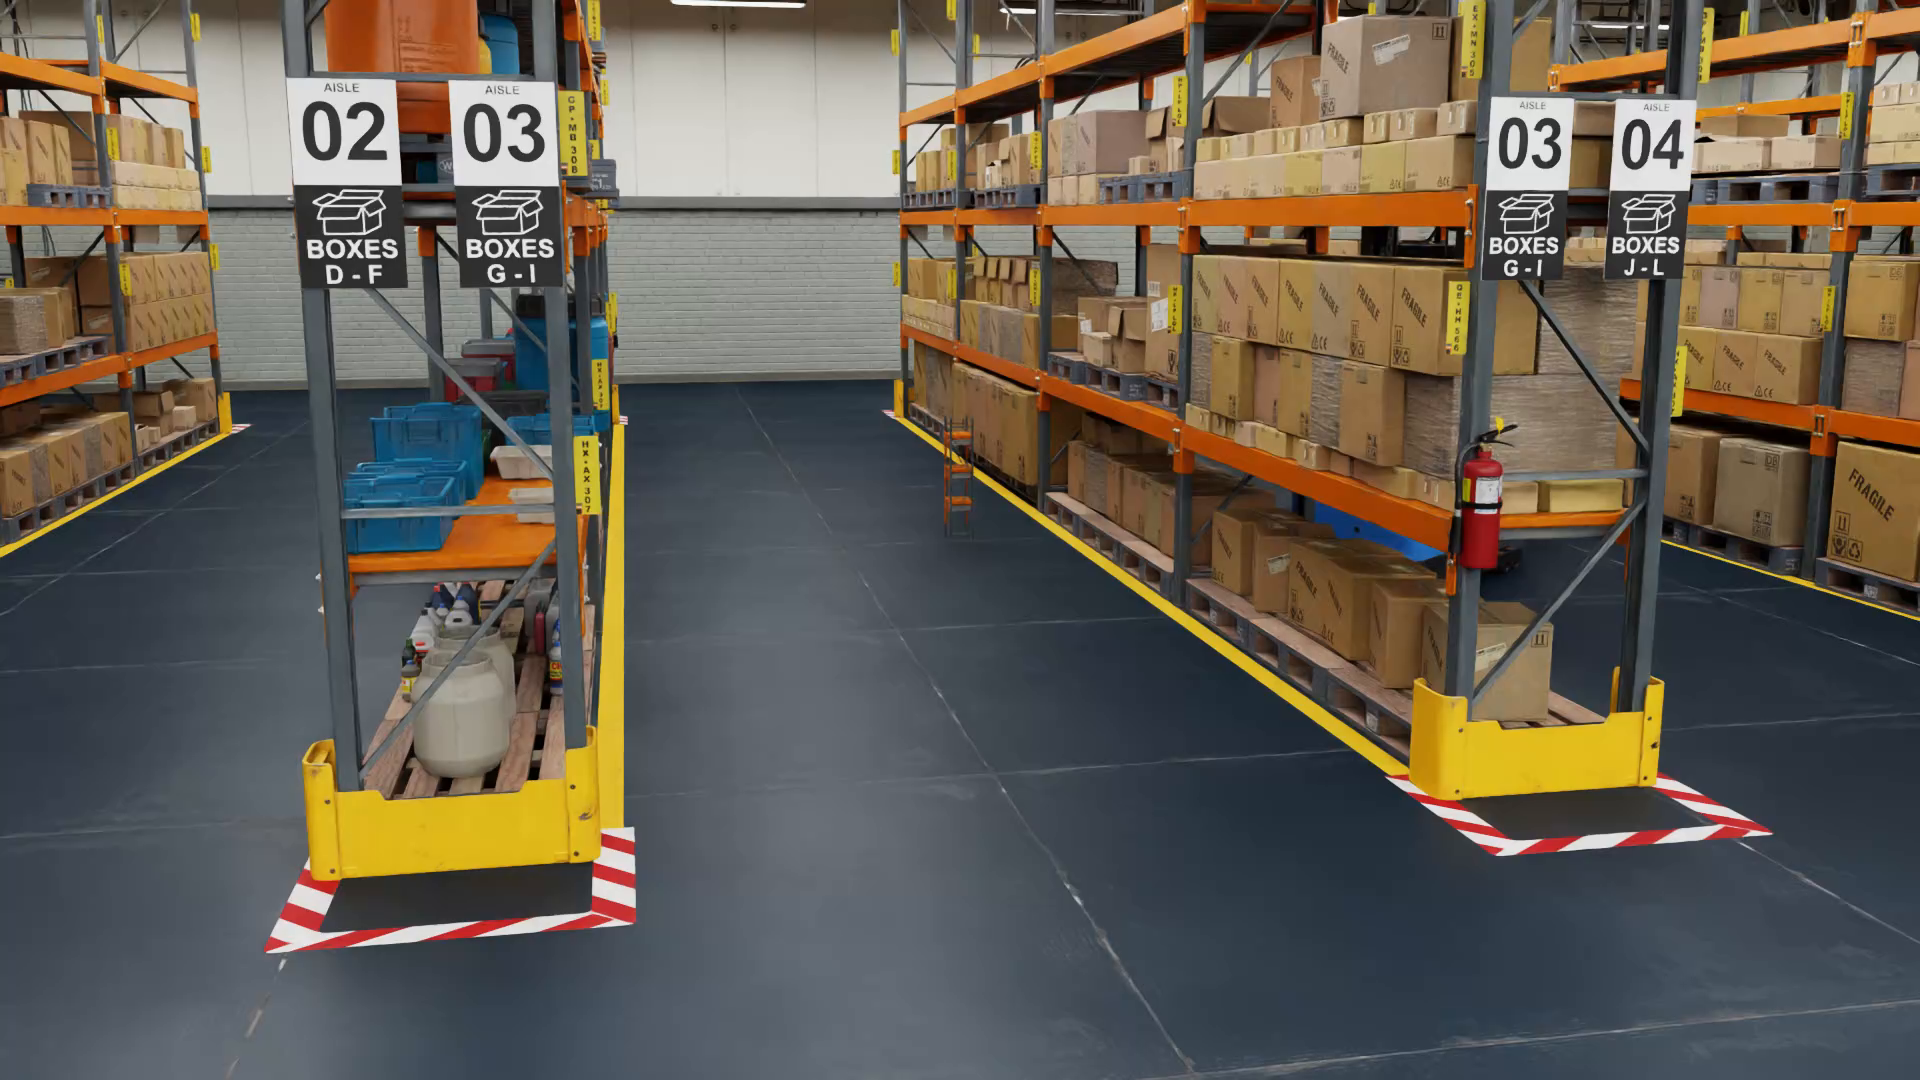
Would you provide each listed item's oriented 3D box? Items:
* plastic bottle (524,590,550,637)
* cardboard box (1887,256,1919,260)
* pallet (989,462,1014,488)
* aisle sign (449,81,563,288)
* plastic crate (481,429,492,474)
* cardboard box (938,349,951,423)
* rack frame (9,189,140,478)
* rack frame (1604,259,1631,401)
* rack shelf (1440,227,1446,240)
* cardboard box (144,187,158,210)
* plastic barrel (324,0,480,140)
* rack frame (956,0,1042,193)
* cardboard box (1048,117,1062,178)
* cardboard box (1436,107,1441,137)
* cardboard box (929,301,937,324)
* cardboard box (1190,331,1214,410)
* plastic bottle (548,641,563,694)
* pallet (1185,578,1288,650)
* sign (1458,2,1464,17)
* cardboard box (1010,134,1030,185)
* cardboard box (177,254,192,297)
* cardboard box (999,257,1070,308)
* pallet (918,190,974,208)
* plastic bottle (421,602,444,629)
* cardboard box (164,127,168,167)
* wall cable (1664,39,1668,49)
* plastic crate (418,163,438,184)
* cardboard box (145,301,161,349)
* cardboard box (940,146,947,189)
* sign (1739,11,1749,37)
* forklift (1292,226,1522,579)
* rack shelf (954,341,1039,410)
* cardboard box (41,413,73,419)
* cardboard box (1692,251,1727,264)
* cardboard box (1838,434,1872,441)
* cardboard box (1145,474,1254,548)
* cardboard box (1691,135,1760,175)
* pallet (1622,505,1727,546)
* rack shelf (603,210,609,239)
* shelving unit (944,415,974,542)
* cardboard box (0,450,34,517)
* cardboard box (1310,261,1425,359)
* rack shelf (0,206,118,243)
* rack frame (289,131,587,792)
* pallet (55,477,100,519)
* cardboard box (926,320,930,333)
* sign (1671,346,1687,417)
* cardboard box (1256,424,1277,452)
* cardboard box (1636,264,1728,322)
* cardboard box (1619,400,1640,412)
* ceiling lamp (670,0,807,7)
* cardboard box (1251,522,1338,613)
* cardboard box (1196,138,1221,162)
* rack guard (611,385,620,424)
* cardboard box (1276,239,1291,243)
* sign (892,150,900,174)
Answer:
[{"bbox_3d":[-2.545,0.431,10.019,0.152,0.276,0.135,-2,11,-11],"label":"plastic bottle"},{"bbox_3d":[10.487,-2.838,18.141,0.500,0.500,0.500,-2,11,-10],"label":"cardboard box"},{"bbox_3d":[0.917,-0.759,17.617,1.003,0.211,1.213,-2,11,-11],"label":"pallet"},{"bbox_3d":[-1.770,-1.385,6.498,0.394,0.787,0.004,-2,11,-11],"label":"aisle sign"},{"bbox_3d":[-2.863,-0.481,9.267,0.450,0.188,0.662,-2,11,-11],"label":"plastic crate"},{"bbox_3d":[0.228,-1.943,20.942,0.875,0.875,0.875,-2,11,-11],"label":"cardboard box"},{"bbox_3d":[-9.265,-2.132,17.375,1.000,3.000,0.127,-2,11,-11],"label":"rack frame"},{"bbox_3d":[6.116,-1.920,16.260,1.000,3.000,0.127,-2,11,-11],"label":"rack frame"},{"bbox_3d":[5.727,-3.407,17.974,1.077,0.370,4.000,-2,11,-11],"label":"rack shelf"},{"bbox_3d":[-9.306,-3.814,18.589,0.500,0.250,0.500,-2,11,-11],"label":"cardboard box"},{"bbox_3d":[-2.291,-2.086,6.838,0.600,0.830,0.708,-2,11,-11],"label":"plastic barrel"},{"bbox_3d":[0.453,-5.439,18.703,1.000,3.000,0.127,-2,11,-11],"label":"rack frame"},{"bbox_3d":[1.070,-3.430,14.571,0.500,0.500,0.500,-2,11,-10],"label":"cardboard box"},{"bbox_3d":[2.491,-1.978,7.878,0.380,0.149,0.250,-2,11,-13],"label":"cardboard box"},{"bbox_3d":[-0.093,-2.824,20.615,0.500,0.250,0.500,-2,11,-10],"label":"cardboard box"},{"bbox_3d":[2.036,-1.135,11.072,0.875,0.500,0.500,-2,11,-11],"label":"cardboard box"},{"bbox_3d":[-2.119,0.670,8.775,0.097,0.271,0.097,0,11,0],"label":"plastic bottle"},{"bbox_3d":[2.174,0.468,11.175,1.003,0.211,1.213,-2,11,-11],"label":"pallet"},{"bbox_3d":[5.881,-6.158,19.563,0.100,0.325,0.005,-2,11,-11],"label":"sign"},{"bbox_3d":[0.787,-3.751,16.469,0.500,0.500,0.500,-2,11,-8],"label":"cardboard box"},{"bbox_3d":[-9.482,-3.147,19.765,0.500,0.500,0.500,-2,11,-9],"label":"cardboard box"},{"bbox_3d":[0.843,-2.677,17.287,0.797,0.503,0.637,-2,11,-9],"label":"cardboard box"},{"bbox_3d":[0.070,-4.295,20.955,1.003,0.211,1.213,-2,11,-11],"label":"pallet"},{"bbox_3d":[-2.980,0.517,9.367,0.144,0.351,0.185,-2,11,-11],"label":"plastic bottle"},{"bbox_3d":[-9.913,-4.691,19.856,0.700,0.500,0.500,-2,11,-11],"label":"cardboard box"},{"bbox_3d":[14.422,-10.528,30.566,2.988,3.039,0.133,-2,11,-11],"label":"wall cable"},{"bbox_3d":[-2.738,-1.915,8.255,0.392,0.384,0.575,-2,11,-11],"label":"plastic crate"},{"bbox_3d":[-9.200,-2.378,18.401,0.500,0.500,0.500,-2,11,-10],"label":"cardboard box"},{"bbox_3d":[0.141,-4.510,20.187,0.700,0.500,0.500,-2,11,-8],"label":"cardboard box"},{"bbox_3d":[9.624,-6.320,20.412,0.100,0.325,0.005,-2,11,-11],"label":"sign"},{"bbox_3d":[3.766,-1.245,12.897,1.130,2.935,3.031,9,14,39],"label":"forklift"},{"bbox_3d":[0.842,-1.771,17.404,1.077,0.370,4.000,-2,11,-11],"label":"rack shelf"},{"bbox_3d":[-9.410,-1.022,17.055,0.500,0.500,0.500,-3,11,-14],"label":"cardboard box"},{"bbox_3d":[9.811,-3.469,21.456,0.500,0.500,0.500,-2,11,-11],"label":"cardboard box"},{"bbox_3d":[10.729,-1.574,19.004,0.875,0.875,0.875,-2,11,-10],"label":"cardboard box"},{"bbox_3d":[1.836,-0.214,12.807,0.700,0.500,0.500,-2,11,-11],"label":"cardboard box"},{"bbox_3d":[6.337,-3.185,13.732,0.500,0.311,0.500,-3,11,-13],"label":"cardboard box"},{"bbox_3d":[6.429,-0.179,14.573,1.003,0.211,1.213,-2,11,-11],"label":"pallet"},{"bbox_3d":[-4.795,-3.798,20.032,1.077,0.370,4.000,-2,11,-11],"label":"rack shelf"},{"bbox_3d":[-0.010,-0.526,14.150,0.215,1.050,0.252,-2,11,-11],"label":"shelving unit"},{"bbox_3d":[-8.295,-0.480,14.206,0.500,0.500,0.500,-2,11,-9],"label":"cardboard box"},{"bbox_3d":[2.240,-1.252,9.016,0.500,0.500,0.500,-2,11,-11],"label":"cardboard box"},{"bbox_3d":[-8.876,-2.885,15.234,1.077,0.370,4.000,-2,11,-11],"label":"rack shelf"},{"bbox_3d":[-2.072,-0.110,6.754,1.000,3.000,0.127,-2,11,-11],"label":"rack frame"},{"bbox_3d":[-8.829,-0.390,15.681,1.003,0.211,1.213,-2,11,-11],"label":"pallet"},{"bbox_3d":[-0.227,-2.694,21.002,0.380,0.149,0.250,-2,11,-10],"label":"cardboard box"},{"bbox_3d":[3.319,-0.736,7.723,0.100,0.325,0.005,-2,11,-11],"label":"sign"},{"bbox_3d":[2.023,-0.622,10.114,0.380,0.149,0.250,-2,11,-11],"label":"cardboard box"},{"bbox_3d":[6.395,-2.191,14.741,0.700,0.500,0.500,-2,11,-12],"label":"cardboard box"},{"bbox_3d":[6.146,-0.906,15.827,1.050,0.750,0.750,-2,11,-12],"label":"cardboard box"},{"bbox_3d":[-3.235,-9.443,24.133,2.000,3.185,0.800,-2,11,-11],"label":"ceiling lamp"},{"bbox_3d":[2.166,0.177,10.806,0.500,0.500,0.500,1,11,7],"label":"cardboard box"},{"bbox_3d":[1.770,-2.549,10.879,0.380,0.149,0.250,-2,11,-13],"label":"cardboard box"},{"bbox_3d":[-5.201,-1.821,22.426,1.175,0.500,0.348,-2,11,-11],"label":"rack guard"},{"bbox_3d":[4.570,-3.793,22.364,0.500,0.500,0.500,-2,11,-12],"label":"cardboard box"},{"bbox_3d":[-0.871,-5.148,22.648,0.100,0.325,0.005,-2,11,-11],"label":"sign"}]
